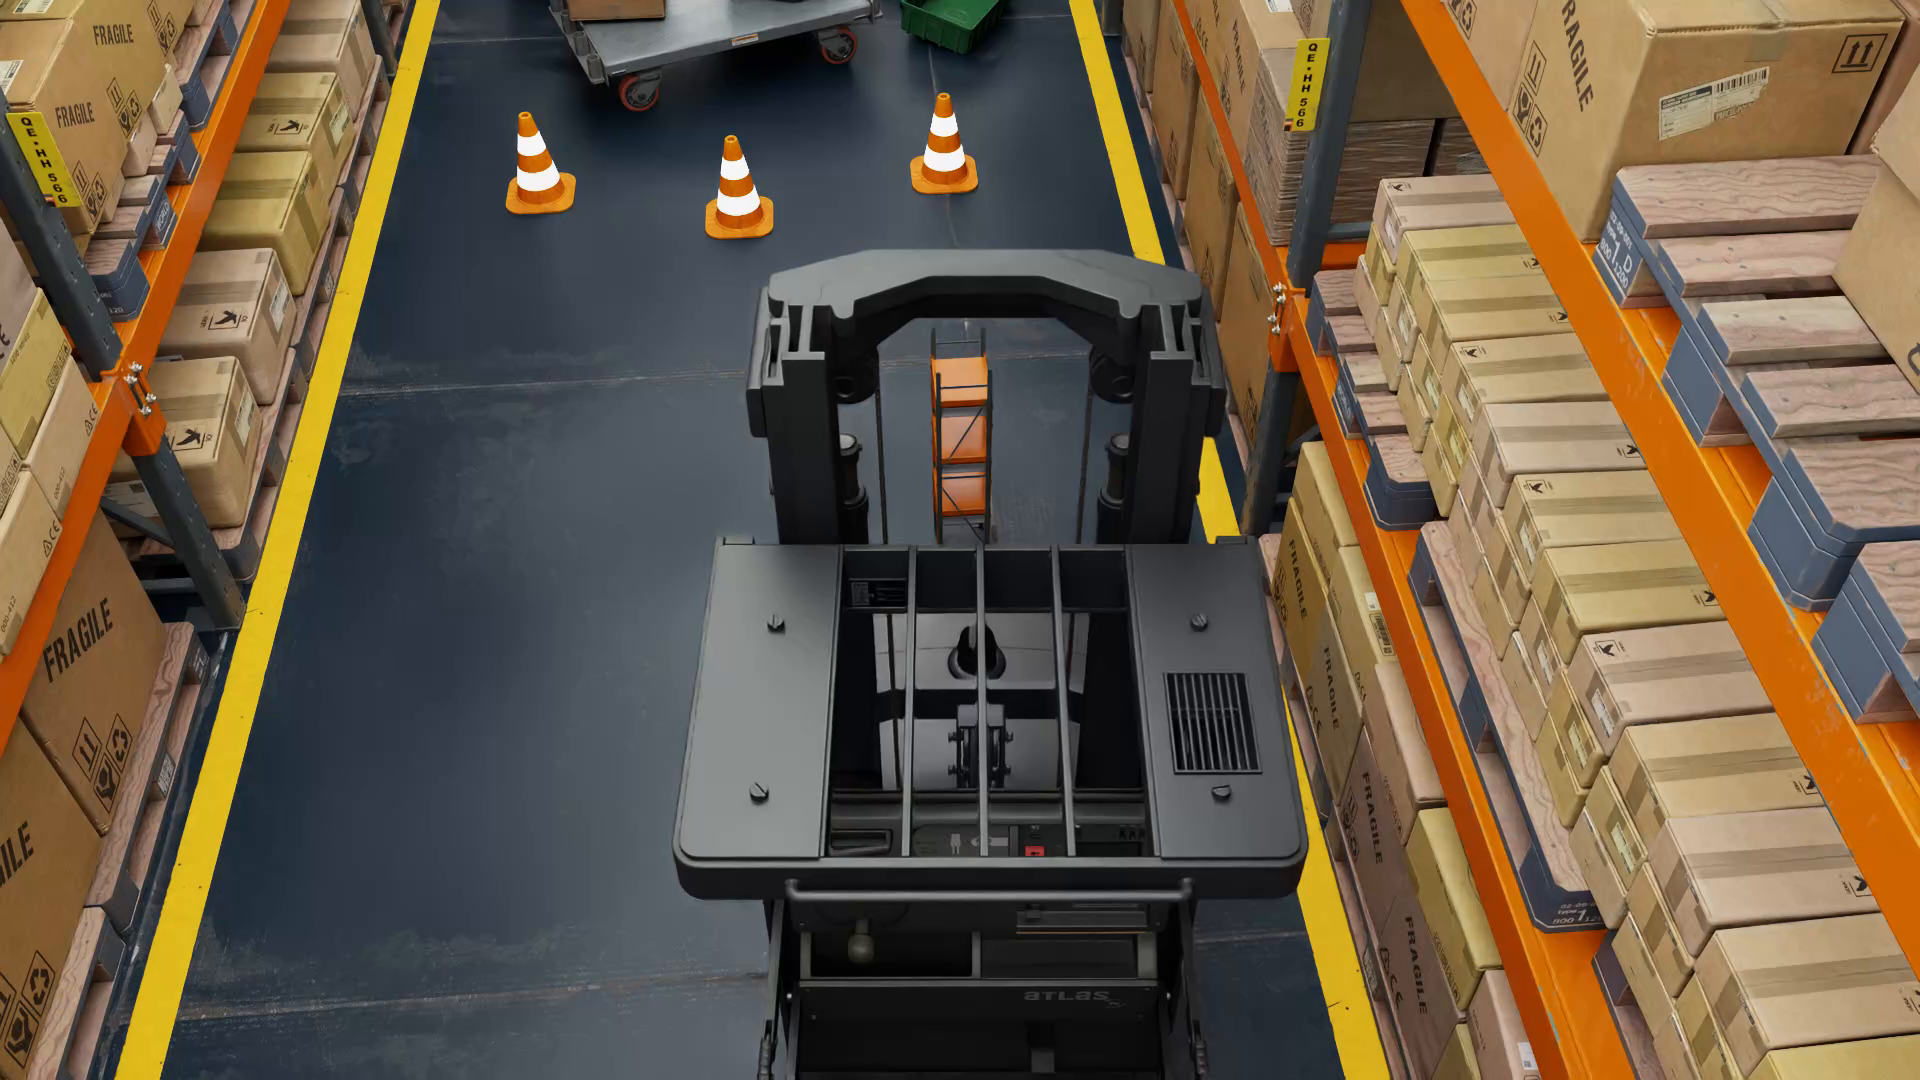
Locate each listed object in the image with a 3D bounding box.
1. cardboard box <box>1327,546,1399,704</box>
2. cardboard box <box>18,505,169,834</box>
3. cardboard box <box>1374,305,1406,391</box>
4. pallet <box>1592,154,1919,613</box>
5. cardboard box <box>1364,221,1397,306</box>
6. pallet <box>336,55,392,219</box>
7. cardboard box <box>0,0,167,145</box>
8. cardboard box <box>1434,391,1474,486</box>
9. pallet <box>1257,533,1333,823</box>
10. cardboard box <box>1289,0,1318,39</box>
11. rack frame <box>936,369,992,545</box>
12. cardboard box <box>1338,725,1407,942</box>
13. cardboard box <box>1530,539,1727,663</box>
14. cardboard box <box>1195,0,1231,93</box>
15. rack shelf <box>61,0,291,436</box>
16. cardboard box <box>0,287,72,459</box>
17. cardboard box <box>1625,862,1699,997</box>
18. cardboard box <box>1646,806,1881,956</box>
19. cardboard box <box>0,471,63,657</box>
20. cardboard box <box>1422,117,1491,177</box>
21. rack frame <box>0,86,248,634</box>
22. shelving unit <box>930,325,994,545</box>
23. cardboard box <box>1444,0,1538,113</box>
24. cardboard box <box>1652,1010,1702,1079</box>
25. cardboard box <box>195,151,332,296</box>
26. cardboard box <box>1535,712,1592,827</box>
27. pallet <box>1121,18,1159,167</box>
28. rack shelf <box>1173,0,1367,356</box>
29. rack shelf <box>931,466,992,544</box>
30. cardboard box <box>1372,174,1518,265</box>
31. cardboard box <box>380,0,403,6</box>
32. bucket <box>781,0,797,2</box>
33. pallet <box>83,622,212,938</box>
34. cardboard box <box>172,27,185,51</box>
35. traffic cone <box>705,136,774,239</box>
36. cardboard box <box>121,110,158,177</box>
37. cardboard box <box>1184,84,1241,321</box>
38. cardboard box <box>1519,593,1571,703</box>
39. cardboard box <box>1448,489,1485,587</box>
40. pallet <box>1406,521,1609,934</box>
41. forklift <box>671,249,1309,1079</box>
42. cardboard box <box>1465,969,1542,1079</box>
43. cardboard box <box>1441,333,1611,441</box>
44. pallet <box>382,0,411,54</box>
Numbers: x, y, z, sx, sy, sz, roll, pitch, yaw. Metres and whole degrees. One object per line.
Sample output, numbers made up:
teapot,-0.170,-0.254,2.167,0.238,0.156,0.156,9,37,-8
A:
cardboard box,1.504,0.268,5.346,0.500,0.250,0.500,-4,47,-4
cardboard box,-3.304,0.395,5.484,0.875,0.875,0.875,-4,47,-4
cardboard box,1.503,-0.598,5.134,0.380,0.149,0.250,-1,47,-1
pallet,1.944,-0.346,3.075,1.213,0.211,1.003,-3,47,-3
cardboard box,1.485,-0.868,5.185,0.380,0.149,0.250,-2,47,-2
pallet,-3.548,-2.068,8.563,1.003,0.211,1.213,-3,47,-3
cardboard box,-3.137,-1.693,5.725,0.500,0.500,0.500,-1,47,-1
cardboard box,1.557,-0.297,4.644,0.380,0.149,0.250,-3,47,-3
pallet,1.709,0.455,6.174,1.003,0.211,1.213,-3,47,-3
cardboard box,1.573,-2.139,5.953,0.700,0.500,0.500,-4,47,-4
rack frame,0.015,-0.234,6.249,0.200,1.050,0.008,-3,47,-3
cardboard box,1.543,0.907,5.257,0.500,0.500,0.500,-5,47,-4
cardboard box,1.619,0.145,4.020,0.380,0.149,0.250,-4,47,-4
cardboard box,1.257,-2.136,6.638,0.500,0.500,0.500,-4,47,-4
rack shelf,-3.447,-1.895,6.975,1.077,0.370,4.000,-3,47,-3
cardboard box,-2.986,-0.481,4.899,0.500,0.250,0.500,-4,47,-3
cardboard box,1.681,0.820,3.586,0.380,0.149,0.250,-5,47,-5
cardboard box,1.686,0.712,3.484,0.380,0.149,0.250,-4,47,-3
cardboard box,-2.920,0.075,4.717,0.500,0.250,0.500,-3,47,-3
cardboard box,1.876,-1.445,5.984,0.500,0.500,0.500,-3,47,-3
rack frame,-3.279,-0.696,5.343,1.000,3.000,0.127,-3,47,-3
shelving unit,0.004,-0.322,6.332,0.215,1.050,0.252,-3,47,-3
cardboard box,1.476,-1.345,3.823,0.500,0.500,0.500,-3,47,-3
cardboard box,1.708,1.123,3.505,0.380,0.149,0.250,-4,47,-3
cardboard box,-3.444,-1.428,7.557,0.950,0.372,0.625,-2,47,-2
cardboard box,1.637,0.549,4.048,0.380,0.149,0.250,-2,47,-2
pallet,1.450,-2.451,8.926,1.003,0.211,1.213,-3,47,-3
rack shelf,1.477,-2.269,7.329,1.077,0.370,4.000,-3,47,-3
rack shelf,0.004,-0.124,6.542,0.215,0.259,0.240,-3,47,-3
cardboard box,1.491,-0.983,5.089,0.380,0.149,0.250,-3,47,-3
cardboard box,-3.395,-3.232,9.350,0.500,0.250,0.500,-5,47,-5
bucket,-0.999,-3.319,9.035,0.726,0.611,0.620,11,58,10
pallet,-3.288,0.838,5.811,1.003,0.211,1.213,-3,47,-3
cardboard box,-3.251,-1.979,6.443,0.380,0.149,0.250,-2,47,-2
traffic cone,-1.095,-1.756,8.095,0.336,0.463,0.334,-3,47,-3
cardboard box,-3.088,-1.408,5.901,0.380,0.149,0.250,-6,47,-6
cardboard box,1.607,-1.519,7.383,1.050,0.750,0.750,-3,47,-3
cardboard box,1.621,0.259,4.118,0.380,0.149,0.250,-2,47,-2
cardboard box,1.575,-0.015,4.582,0.380,0.149,0.250,-2,47,-2
pallet,1.851,0.426,4.413,1.003,0.211,1.213,-3,47,-3
forklift,0.051,0.920,3.860,1.130,2.935,3.031,0,47,0
cardboard box,1.636,1.385,4.288,0.500,0.250,0.500,-1,47,-1
cardboard box,1.553,-0.423,4.558,0.380,0.149,0.250,-5,47,-5
pallet,-3.706,-3.115,9.554,1.003,0.211,1.213,-3,47,-3
